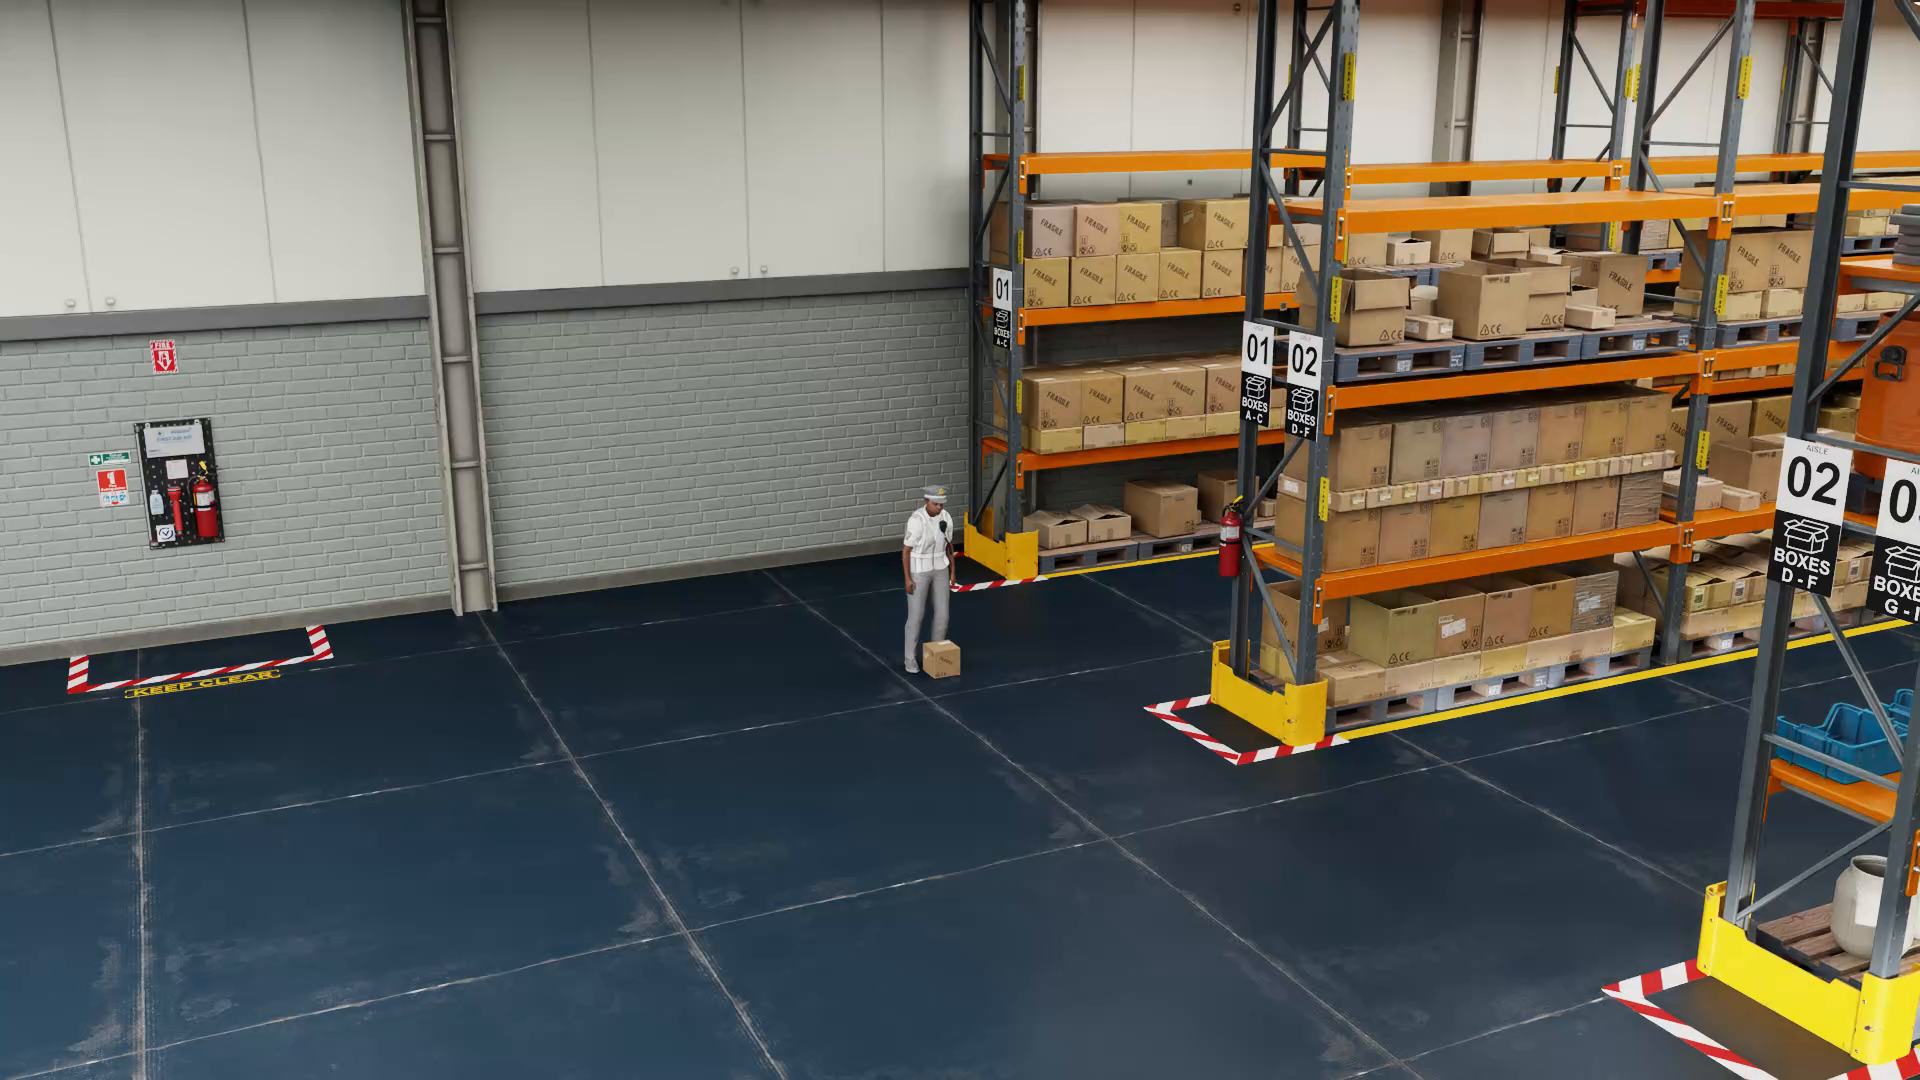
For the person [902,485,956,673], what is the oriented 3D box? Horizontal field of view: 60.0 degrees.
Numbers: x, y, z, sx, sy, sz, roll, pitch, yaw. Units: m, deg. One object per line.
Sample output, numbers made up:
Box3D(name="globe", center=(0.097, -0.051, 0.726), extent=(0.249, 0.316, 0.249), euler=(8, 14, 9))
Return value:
Box3D(name="person", center=(-0.273, 0.315, 14.620), extent=(0.518, 1.658, 0.400), euler=(-8, 17, -26))
